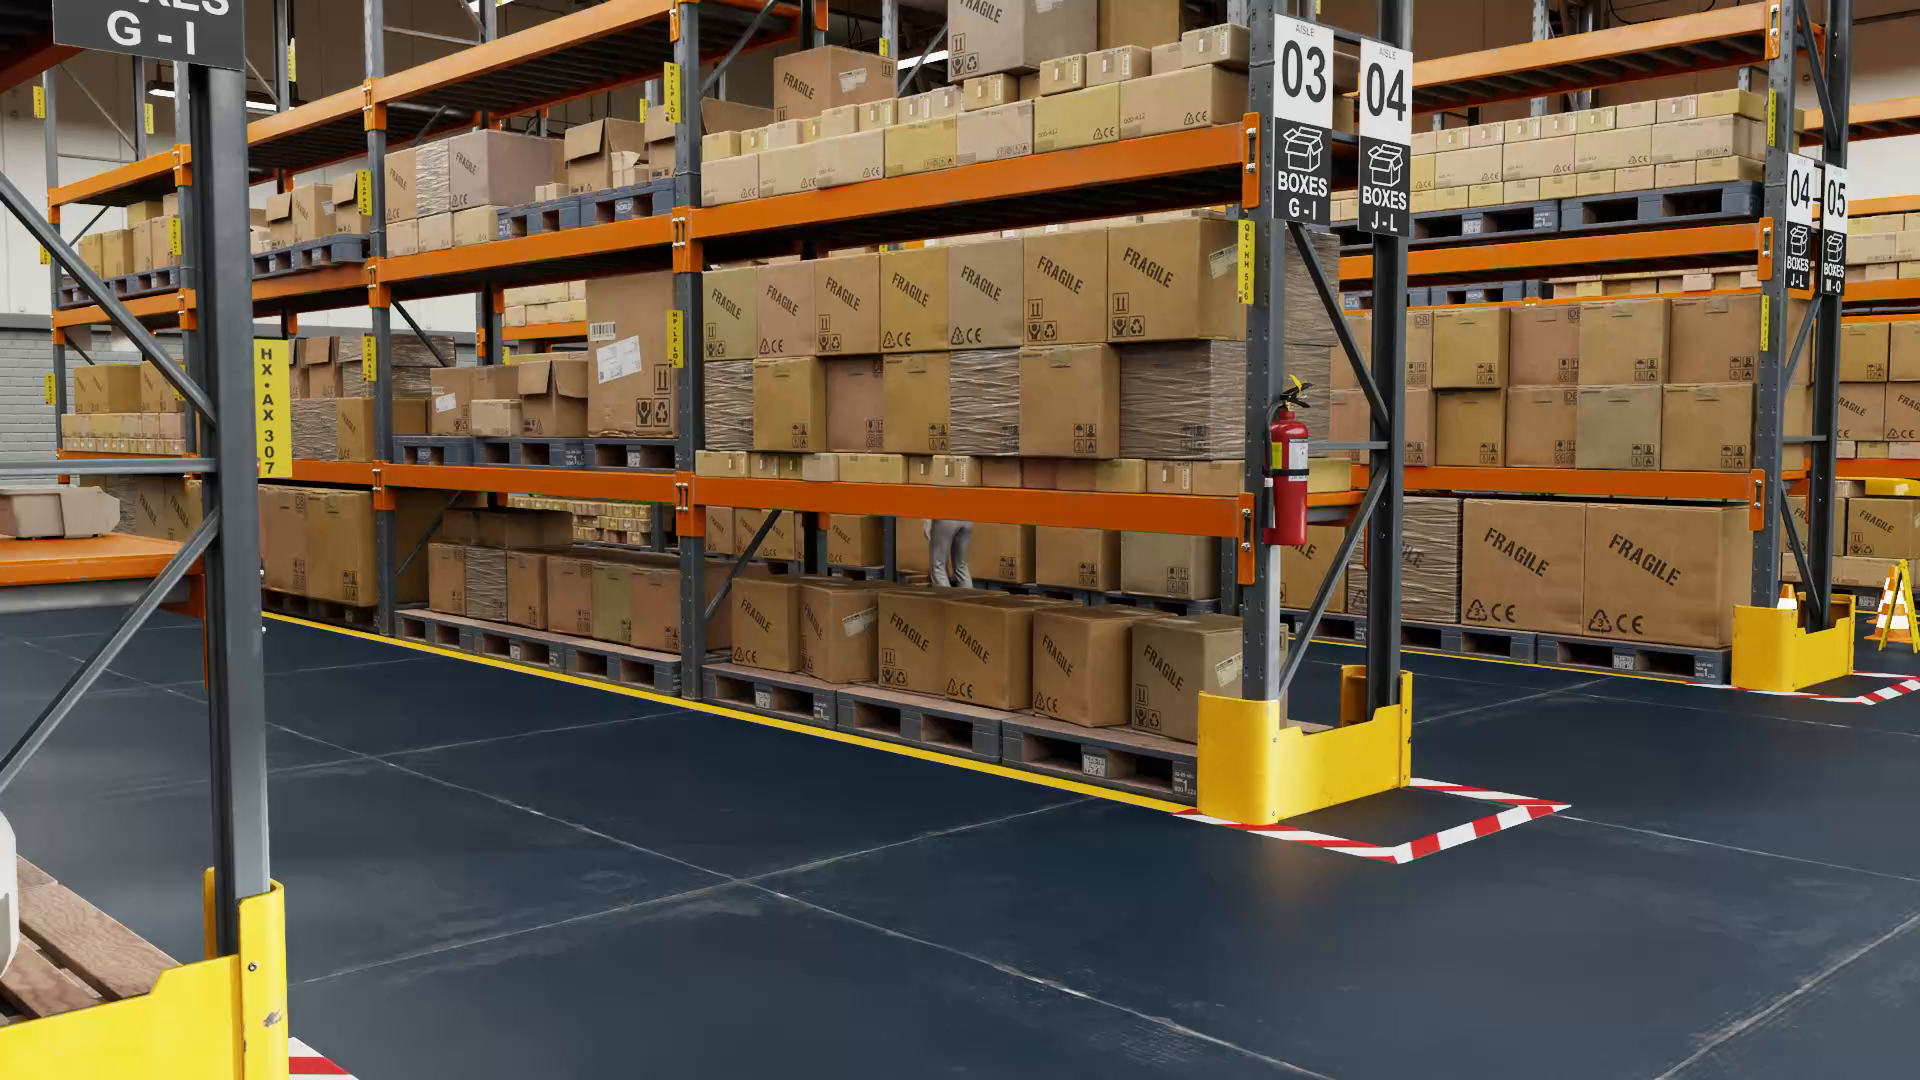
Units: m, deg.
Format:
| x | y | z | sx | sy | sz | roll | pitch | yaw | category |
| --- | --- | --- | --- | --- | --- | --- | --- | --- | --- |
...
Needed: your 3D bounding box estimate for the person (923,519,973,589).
| x | y | z | sx | sy | sz | roll | pitch | yaw | category |
| --- | --- | --- | --- | --- | --- | --- | --- | --- | --- |
| -0.083 | -0.138 | 12.975 | 0.369 | 1.663 | 0.518 | 4 | 6 | 44 | person |
